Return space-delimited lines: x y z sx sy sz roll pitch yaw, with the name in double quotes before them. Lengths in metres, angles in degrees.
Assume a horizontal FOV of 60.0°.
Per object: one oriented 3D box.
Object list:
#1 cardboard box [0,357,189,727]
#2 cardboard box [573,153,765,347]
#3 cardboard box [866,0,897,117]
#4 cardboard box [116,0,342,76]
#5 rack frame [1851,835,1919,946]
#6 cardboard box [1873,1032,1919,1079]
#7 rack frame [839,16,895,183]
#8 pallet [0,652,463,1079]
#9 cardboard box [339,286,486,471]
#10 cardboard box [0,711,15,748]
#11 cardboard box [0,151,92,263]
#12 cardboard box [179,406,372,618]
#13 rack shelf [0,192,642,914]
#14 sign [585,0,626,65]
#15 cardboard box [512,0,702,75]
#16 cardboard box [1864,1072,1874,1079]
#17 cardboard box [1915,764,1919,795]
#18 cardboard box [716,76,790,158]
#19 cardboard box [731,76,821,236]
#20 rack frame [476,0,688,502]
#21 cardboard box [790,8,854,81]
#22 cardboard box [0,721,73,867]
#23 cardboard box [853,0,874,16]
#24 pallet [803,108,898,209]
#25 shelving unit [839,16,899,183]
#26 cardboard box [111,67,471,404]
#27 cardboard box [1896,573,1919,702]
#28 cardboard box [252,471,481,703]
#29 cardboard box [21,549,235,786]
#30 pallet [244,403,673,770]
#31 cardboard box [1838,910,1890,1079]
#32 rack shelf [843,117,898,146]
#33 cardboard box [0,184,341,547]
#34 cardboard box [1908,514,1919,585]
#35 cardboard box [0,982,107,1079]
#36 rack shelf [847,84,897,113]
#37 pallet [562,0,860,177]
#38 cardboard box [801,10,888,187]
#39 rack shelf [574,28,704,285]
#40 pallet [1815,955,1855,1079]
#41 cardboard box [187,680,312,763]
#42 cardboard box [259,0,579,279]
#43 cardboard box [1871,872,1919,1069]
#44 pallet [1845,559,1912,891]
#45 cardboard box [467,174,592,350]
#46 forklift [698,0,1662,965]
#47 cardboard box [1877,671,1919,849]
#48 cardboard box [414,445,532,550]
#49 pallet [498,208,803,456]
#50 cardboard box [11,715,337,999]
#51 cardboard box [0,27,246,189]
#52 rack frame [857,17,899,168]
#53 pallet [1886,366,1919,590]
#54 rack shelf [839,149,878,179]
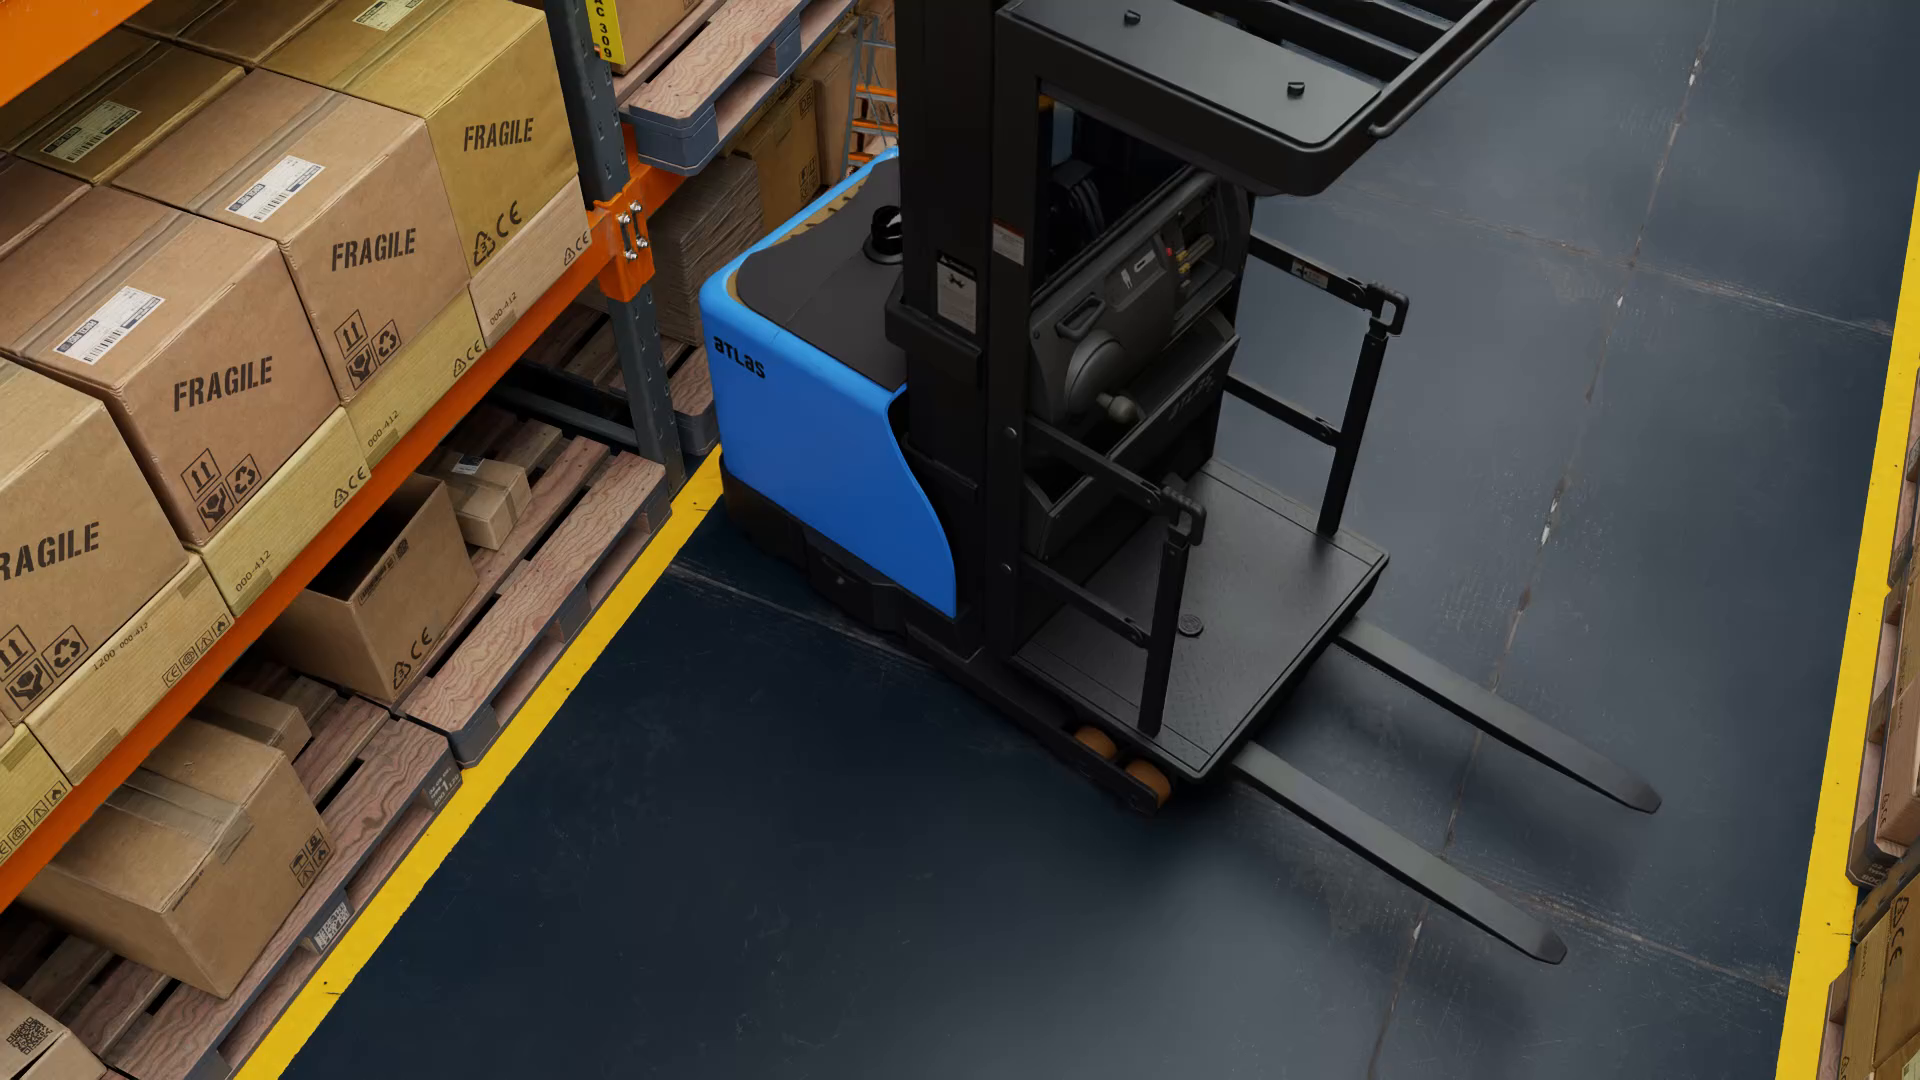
"cardboard box" -2.026 -0.032 3.401 0.500 0.500 0.500 21 53 17
"cardboard box" -1.150 -1.149 6.111 0.700 0.500 0.500 21 53 17
"cardboard box" -0.513 -2.210 7.014 0.700 0.500 0.500 20 52 16
"cardboard box" -1.839 -1.250 4.437 0.500 0.500 0.500 19 52 15
"rack frame" 3.031 0.305 3.521 1.000 3.000 0.127 20 52 16
"cardboard box" 2.343 1.381 3.643 0.500 0.500 0.500 20 52 16
"rack frame" -0.325 -1.257 6.021 0.240 1.200 0.006 12 18 10
"pallet" -2.224 0.916 4.832 1.003 0.211 1.213 20 52 16
"cardboard box" -1.598 -0.497 4.289 0.500 0.250 0.500 20 52 16
"cardboard box" -2.236 0.327 3.095 0.500 0.500 0.500 18 52 15
"cardboard box" -2.281 -0.553 3.844 0.500 0.500 0.500 21 53 17
"cardboard box" -1.799 -0.146 3.990 0.500 0.250 0.500 20 52 16
"rack shelf" -2.304 0.306 3.993 1.077 0.370 4.000 20 52 16
"sign" -0.956 -1.414 4.415 0.100 0.325 0.005 20 52 16
"cardboard box" -1.201 -1.819 4.974 0.700 0.500 0.500 20 52 16
"cardboard box" 2.341 1.623 3.929 0.500 0.250 0.500 20 52 16
"cardboard box" 2.945 0.506 4.512 0.500 0.311 0.500 20 52 16
"cardboard box" -0.965 -1.697 6.084 0.500 0.250 0.500 19 52 15
"cardboard box" -0.975 -1.522 6.428 0.700 0.500 0.500 19 52 15
"rack frame" -1.450 -1.305 4.891 1.000 3.000 0.127 20 52 16
"cardboard box" -0.746 -2.056 6.390 0.500 0.250 0.500 18 52 15
"cardboard box" -2.231 0.548 3.399 0.500 0.250 0.500 19 52 16
"cardboard box" -0.517 -2.394 6.677 0.500 0.250 0.500 20 52 16
"pallet" -0.598 -1.781 7.127 1.003 0.211 1.213 20 52 16
"shelving unit" -0.305 -1.281 6.107 0.258 1.200 0.189 12 18 10
"cardboard box" -1.580 -0.734 3.998 0.500 0.500 0.500 20 52 16
"cardboard box" 3.164 0.332 5.028 0.500 0.250 0.500 19 52 16
"cardboard box" -1.857 0.091 5.056 0.500 0.500 0.500 16 52 13
"cardboard box" -2.013 0.201 3.695 0.500 0.250 0.500 20 53 16
"pallet" -1.704 0.073 5.549 1.003 0.211 1.213 20 52 16
"cardboard box" 2.559 1.280 4.221 0.500 0.250 0.500 20 52 16
"rack shelf" -0.277 -1.465 6.047 0.258 0.103 0.180 12 18 10
"cardboard box" -1.805 -0.390 3.706 0.500 0.500 0.500 18 52 15
"cardboard box" 3.382 -0.020 5.328 0.500 0.250 0.500 21 53 17
"cardboard box" -2.538 1.339 4.118 0.500 0.311 0.500 24 54 19
"rack shelf" -0.259 -1.578 6.010 0.258 0.103 0.180 12 18 10
"pallet" -0.991 -1.721 5.371 1.003 0.211 1.213 20 52 16
"cardboard box" -0.720 -1.860 6.715 0.700 0.500 0.500 20 53 16
"rack shelf" -0.595 -2.449 6.336 1.077 0.370 4.000 20 52 16
"pallet" 2.653 1.742 4.129 1.003 0.211 1.213 20 52 16
"cardboard box" -2.151 0.572 4.877 0.380 0.149 0.250 16 51 13
"cardboard box" -1.372 -1.079 4.292 0.500 0.500 0.500 20 52 16
"cardboard box" 2.550 1.034 3.938 0.500 0.500 0.500 20 52 16
"pallet" 3.310 0.688 5.026 1.003 0.211 1.213 20 52 16
"cardboard box" -1.378 -0.838 4.579 0.500 0.250 0.500 20 52 16
"forklift" 0.653 -0.586 4.324 3.031 2.935 1.130 32 57 24
"cardboard box" 2.946 0.680 4.732 0.500 0.250 0.500 19 52 16
"cardboard box" -1.651 -0.151 5.480 0.380 0.166 0.250 14 51 11
"pallet" -1.118 -0.938 6.409 1.003 0.211 1.213 20 52 16
"cardboard box" -2.179 0.789 4.462 0.700 0.500 0.500 17 52 14
"cardboard box" -2.064 -0.895 4.135 0.500 0.500 0.500 20 52 16
"rack frame" -0.284 -1.306 6.192 0.240 1.200 0.006 12 18 10
"pallet" 3.830 -0.155 5.743 1.003 0.211 1.213 20 52 16
"rack shelf" -0.294 -1.352 6.084 0.258 0.103 0.180 12 18 10
